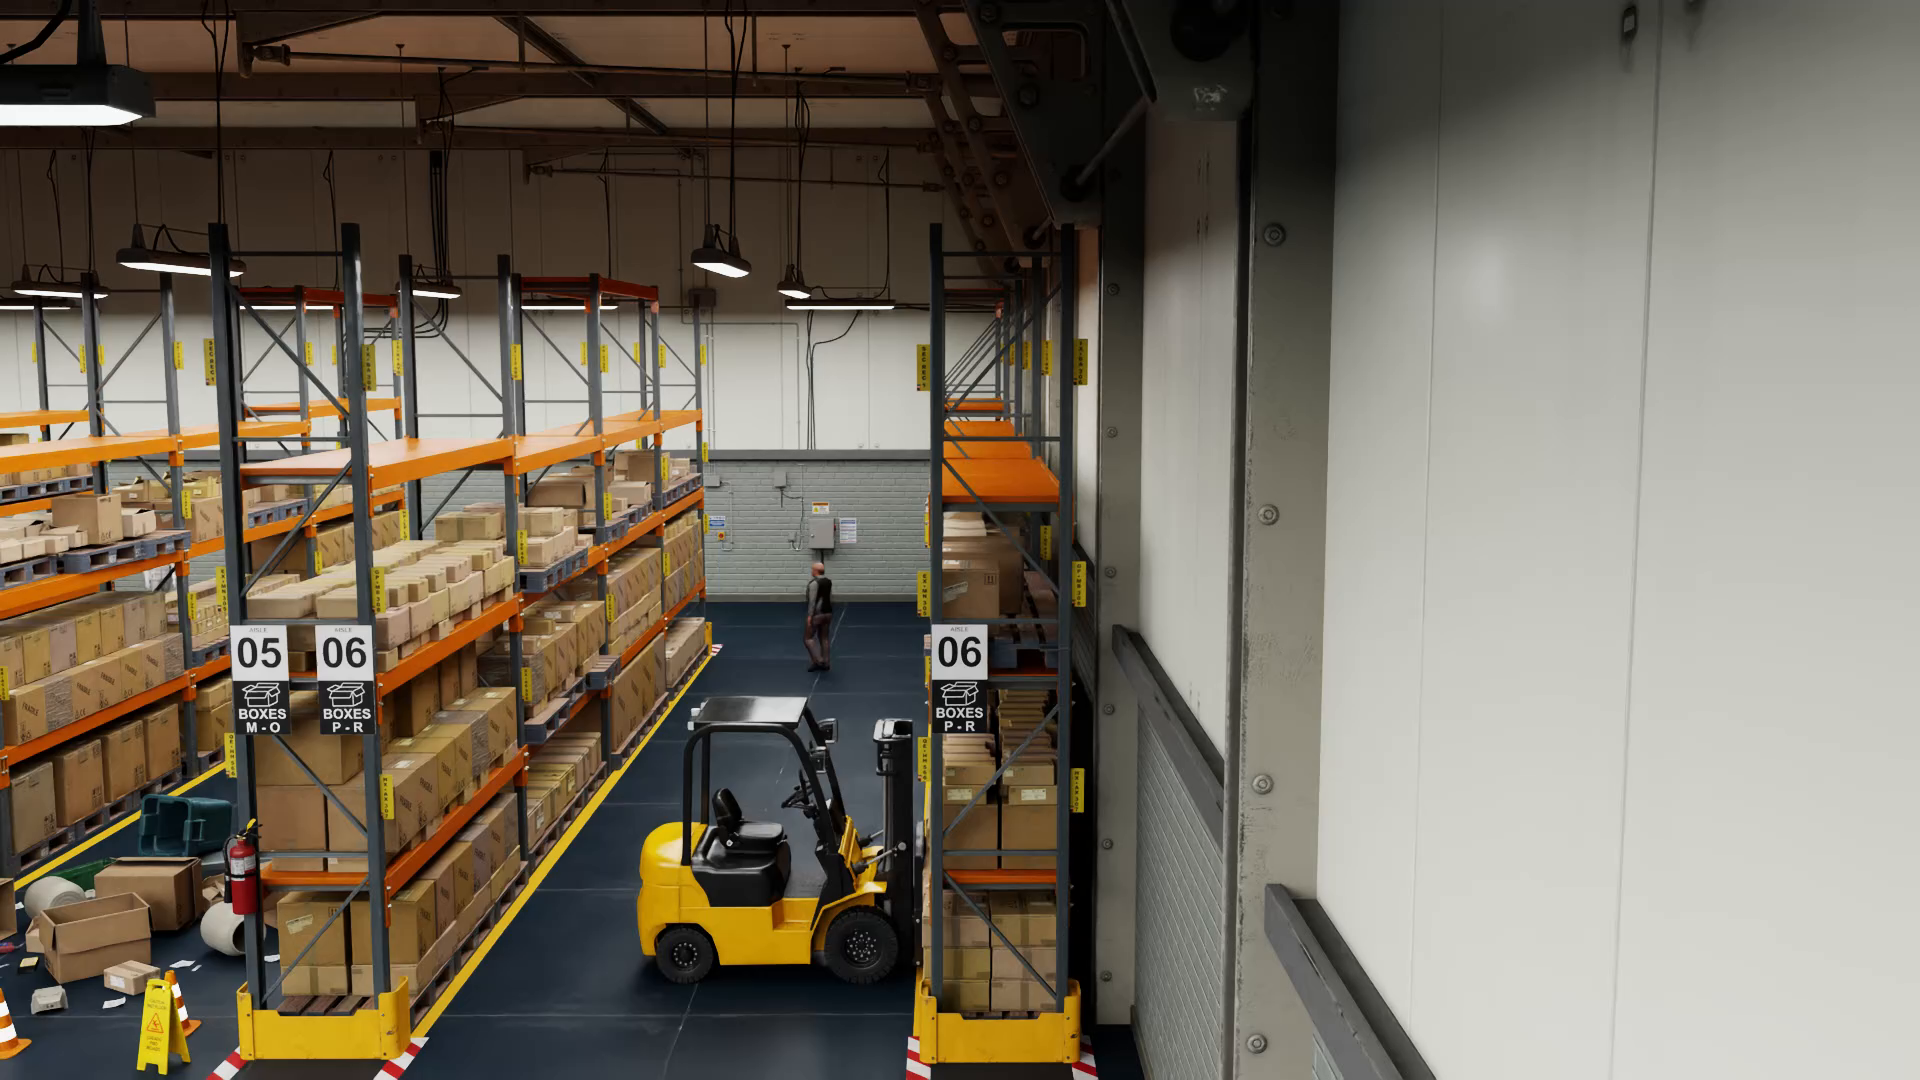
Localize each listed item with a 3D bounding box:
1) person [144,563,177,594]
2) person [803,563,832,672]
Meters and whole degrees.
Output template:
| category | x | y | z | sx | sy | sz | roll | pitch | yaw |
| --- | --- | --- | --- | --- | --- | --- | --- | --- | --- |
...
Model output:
| category | x | y | z | sx | sy | sz | roll | pitch | yaw |
| --- | --- | --- | --- | --- | --- | --- | --- | --- | --- |
| person | -14.782 | 0.760 | 30.768 | 0.528 | 1.669 | 0.915 | -4 | 8 | -33 |
| person | -2.233 | 1.227 | 26.499 | 0.398 | 1.737 | 0.551 | 5 | 8 | 37 |
